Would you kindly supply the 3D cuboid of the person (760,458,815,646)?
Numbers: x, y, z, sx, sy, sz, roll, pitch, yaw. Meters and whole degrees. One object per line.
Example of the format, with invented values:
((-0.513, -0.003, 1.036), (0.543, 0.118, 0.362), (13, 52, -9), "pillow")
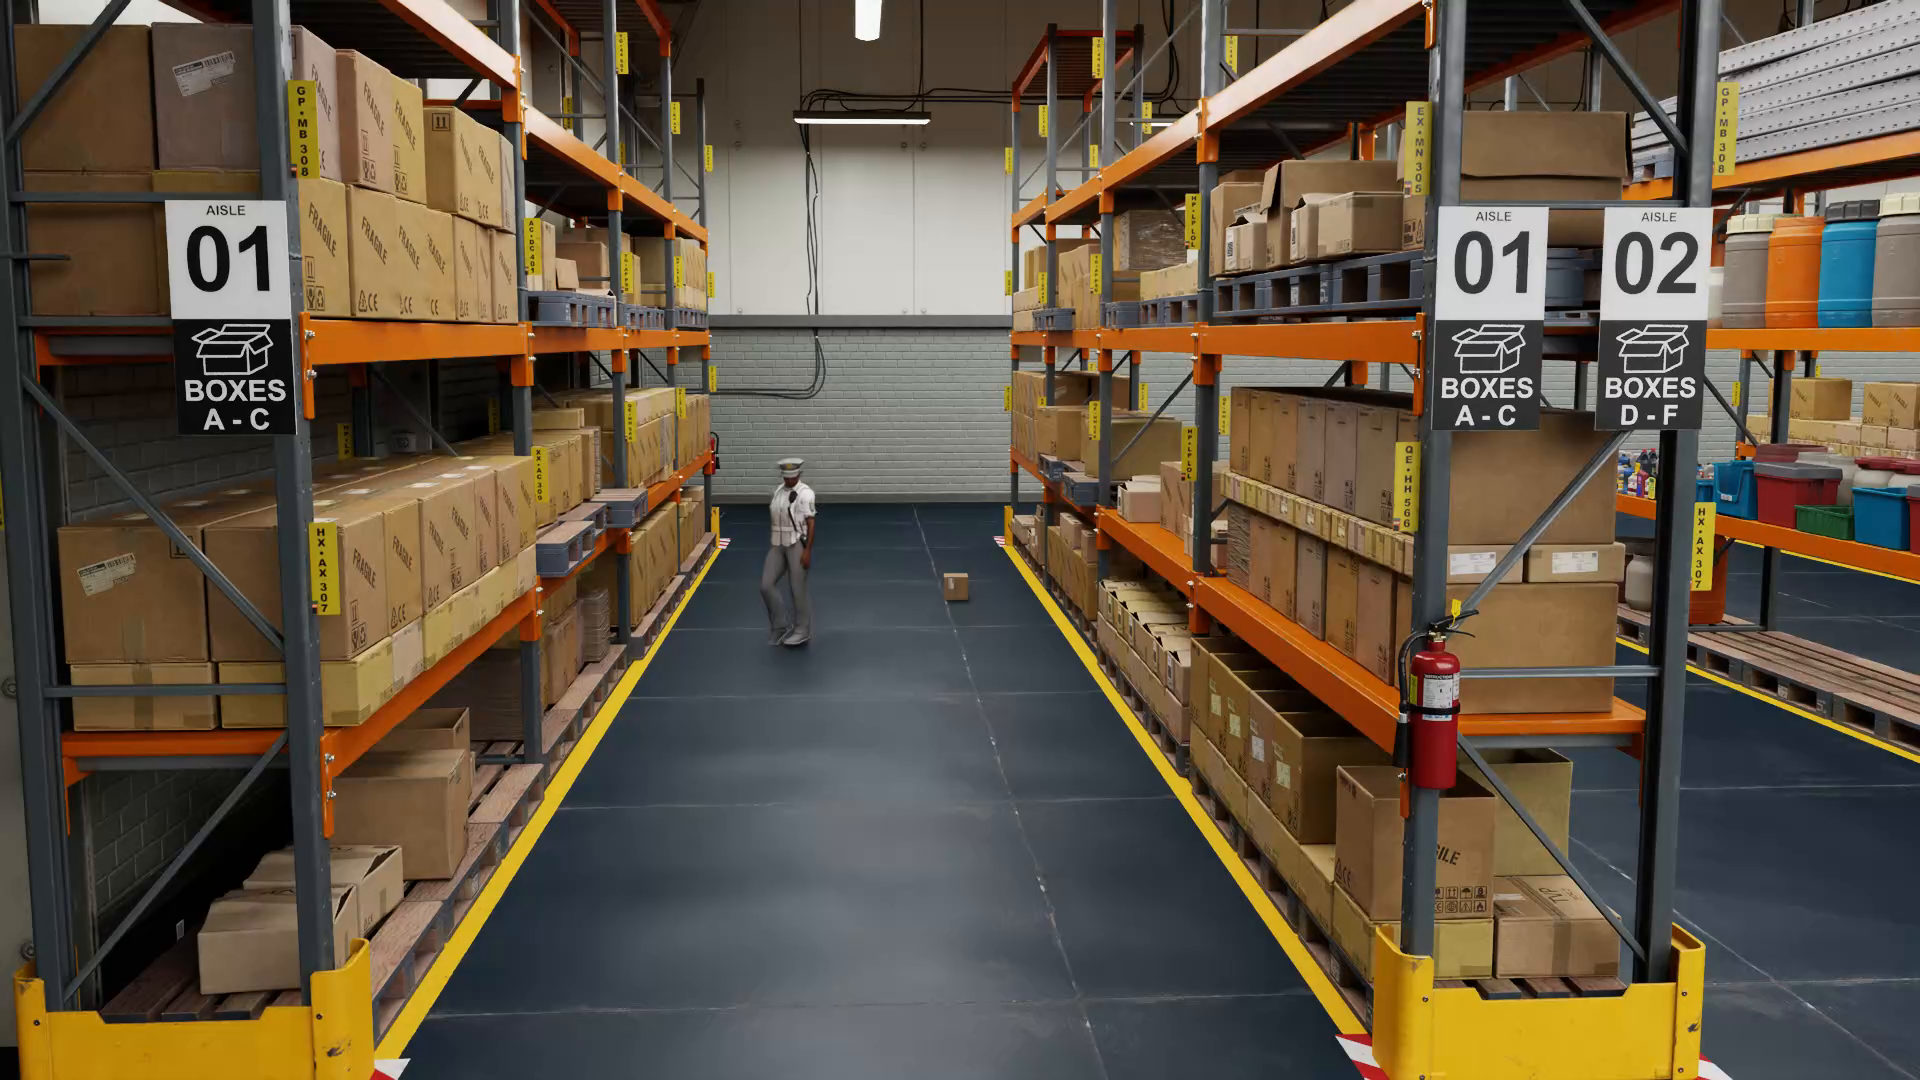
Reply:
((-1.516, 0.136, 14.796), (0.479, 1.737, 0.382), (5, 9, 36), "person")
